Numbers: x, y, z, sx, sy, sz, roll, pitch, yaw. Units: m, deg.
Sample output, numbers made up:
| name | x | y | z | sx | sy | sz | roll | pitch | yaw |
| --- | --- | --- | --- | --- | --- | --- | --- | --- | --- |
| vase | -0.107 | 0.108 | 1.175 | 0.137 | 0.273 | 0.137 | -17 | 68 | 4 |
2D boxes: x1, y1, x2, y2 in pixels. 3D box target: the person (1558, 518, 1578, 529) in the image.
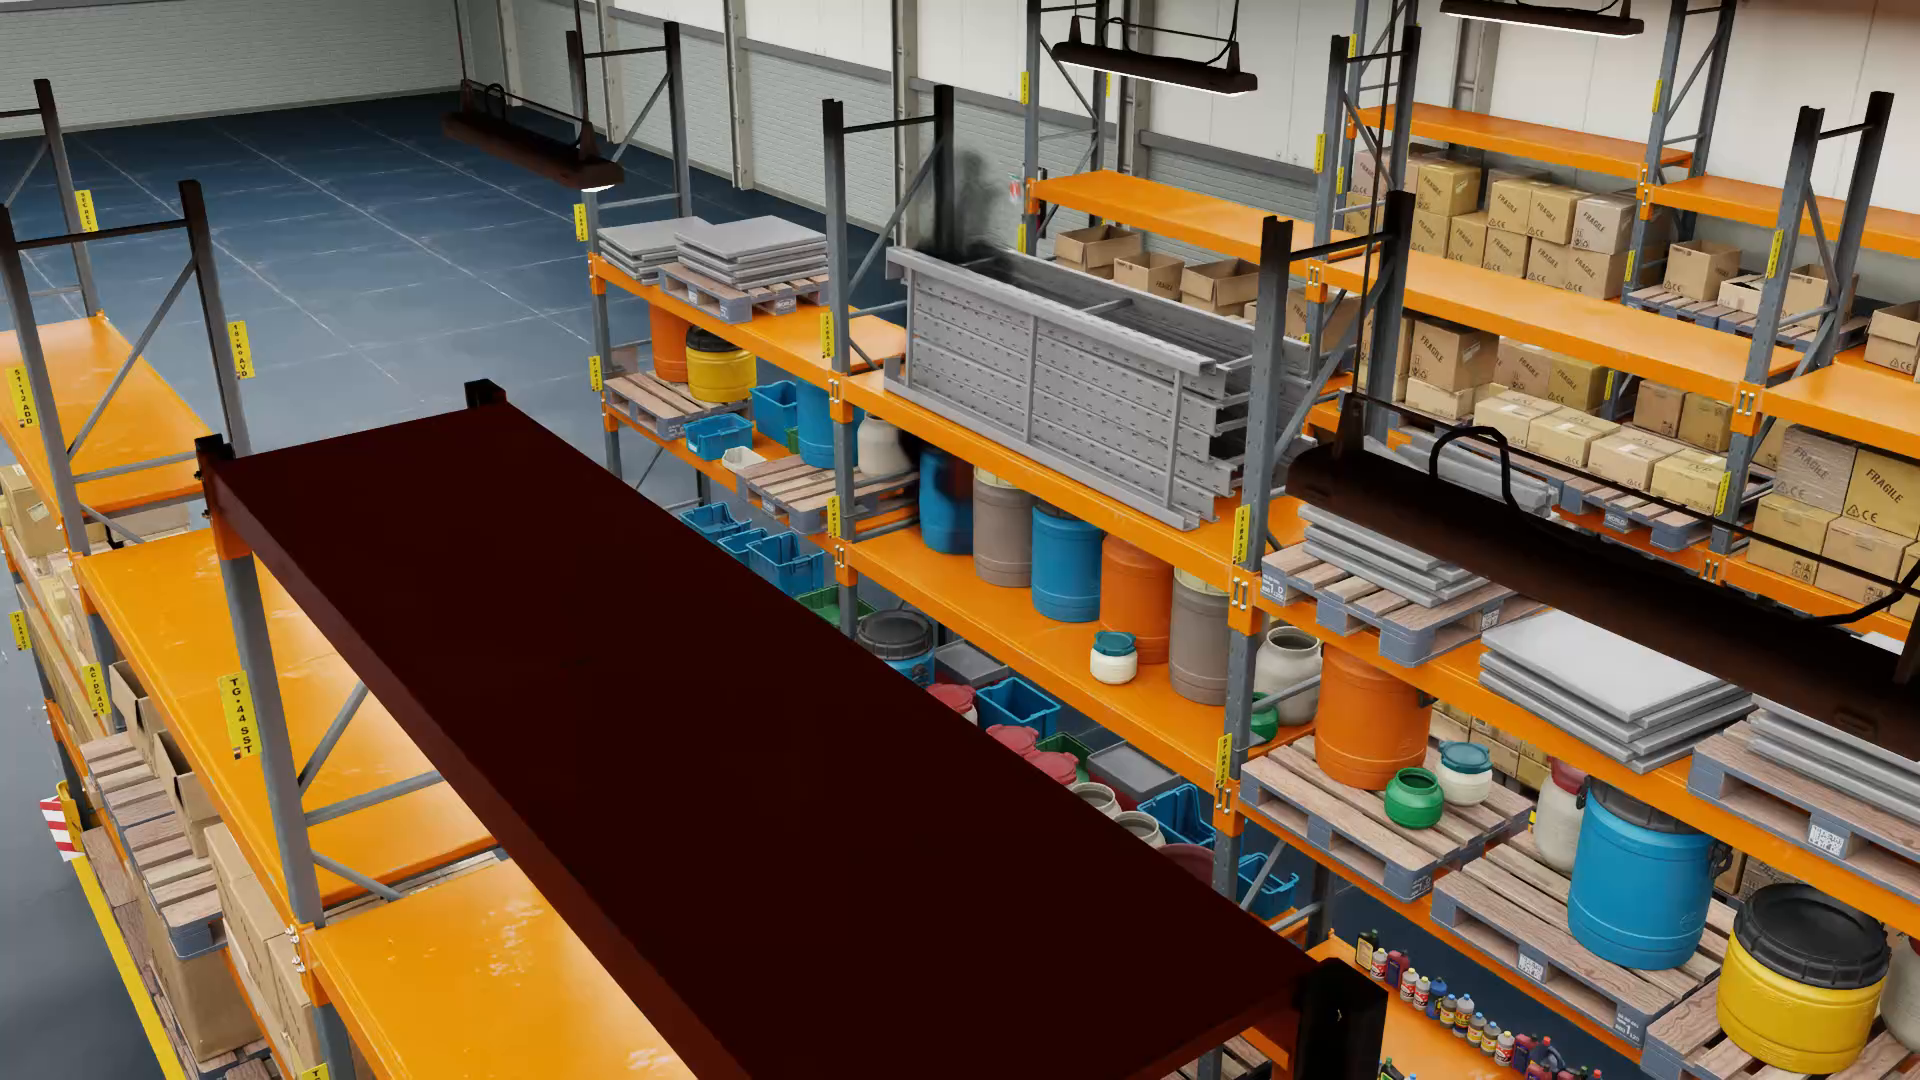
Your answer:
| name | x | y | z | sx | sy | sz | roll | pitch | yaw |
| --- | --- | --- | --- | --- | --- | --- | --- | --- | --- |
| person | 6.043 | 0.062 | 16.776 | 0.656 | 1.772 | 0.845 | -22 | 32 | -39 |
